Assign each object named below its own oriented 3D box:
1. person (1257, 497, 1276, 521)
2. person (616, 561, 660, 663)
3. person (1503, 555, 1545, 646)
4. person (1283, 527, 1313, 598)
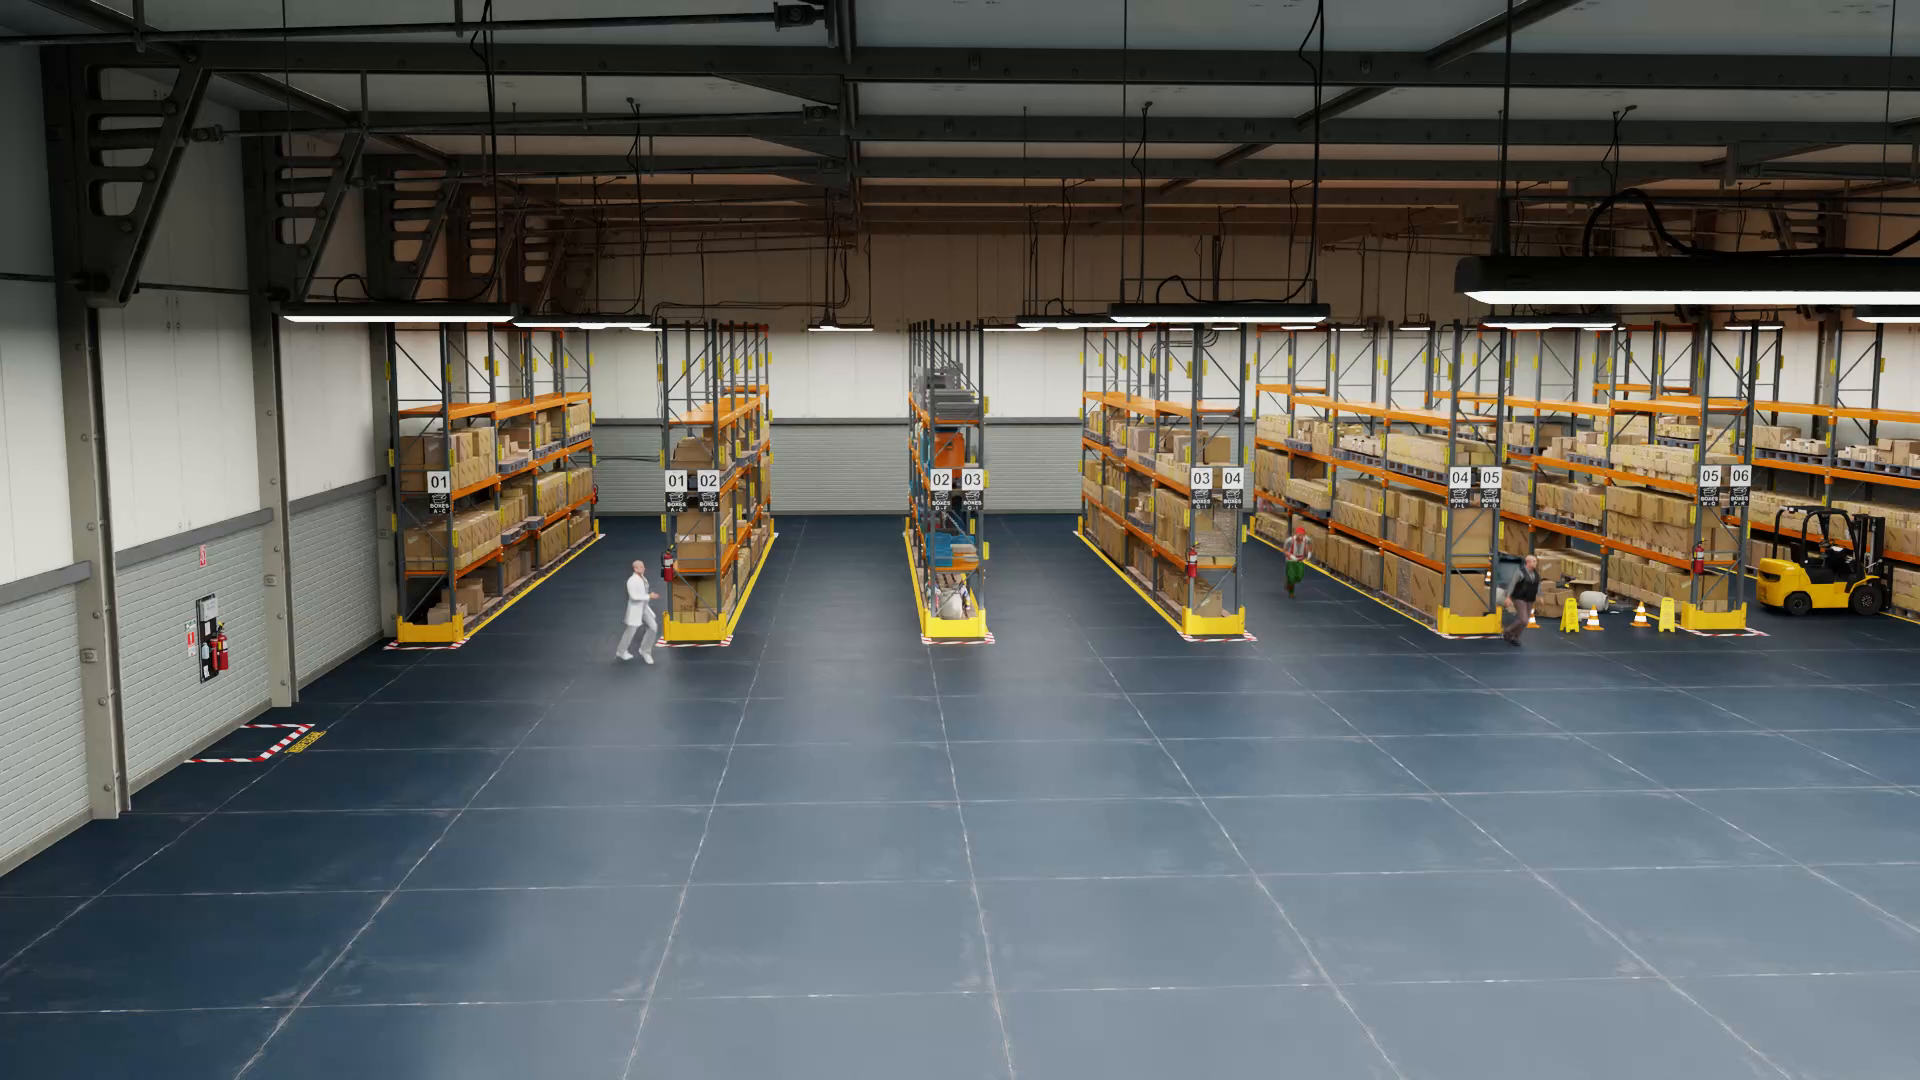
[{"bbox_3d":[9.159,-1.267,49.654,0.966,1.657,0.576,-6,9,-39],"label":"person"},{"bbox_3d":[-5.628,1.269,29.042,0.911,1.837,0.649,3,8,25],"label":"person"},{"bbox_3d":[10.374,1.118,30.579,0.648,1.701,0.562,-4,8,-28],"label":"person"},{"bbox_3d":[7.335,0.481,36.102,0.698,1.602,0.845,-1,7,-10],"label":"person"}]
